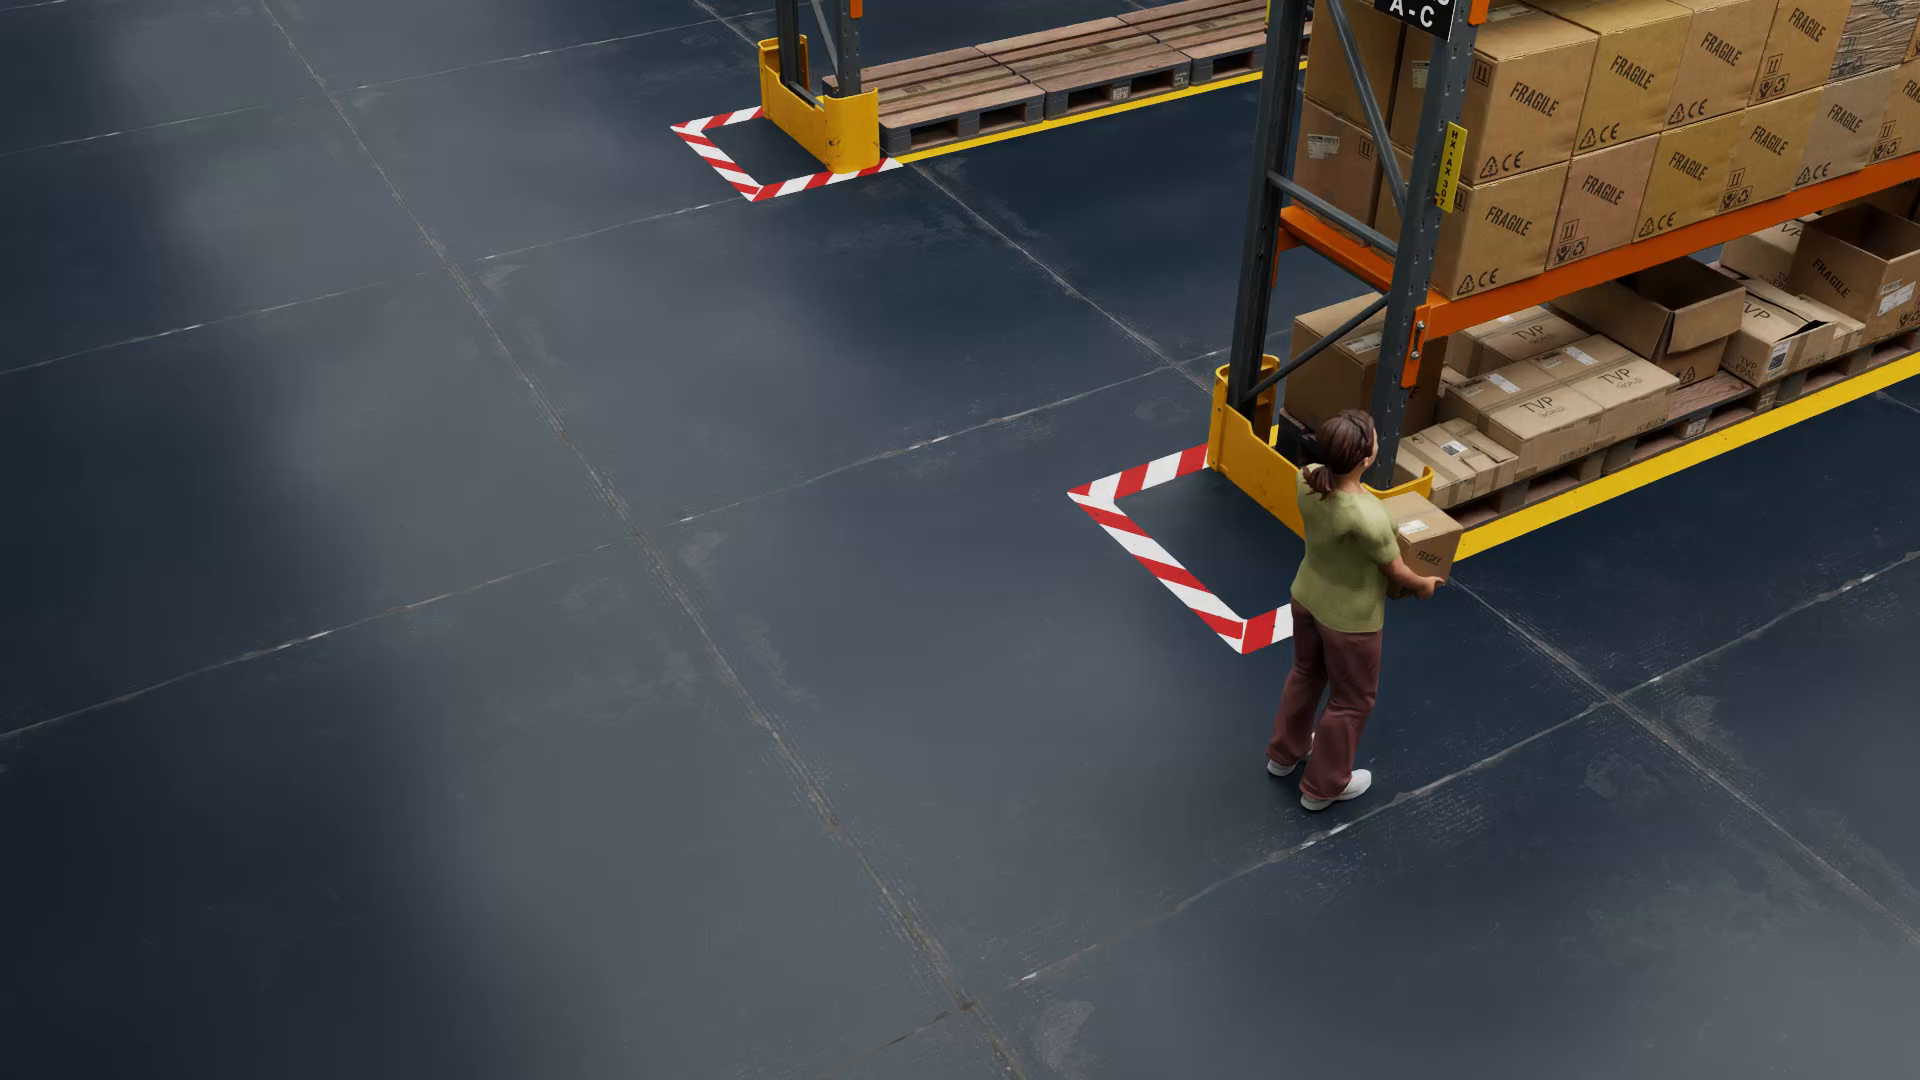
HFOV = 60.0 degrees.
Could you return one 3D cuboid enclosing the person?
[{"bbox_3d":[1.378,0.224,5.862,0.559,1.662,0.428,-19,41,-24],"label":"person"}]
